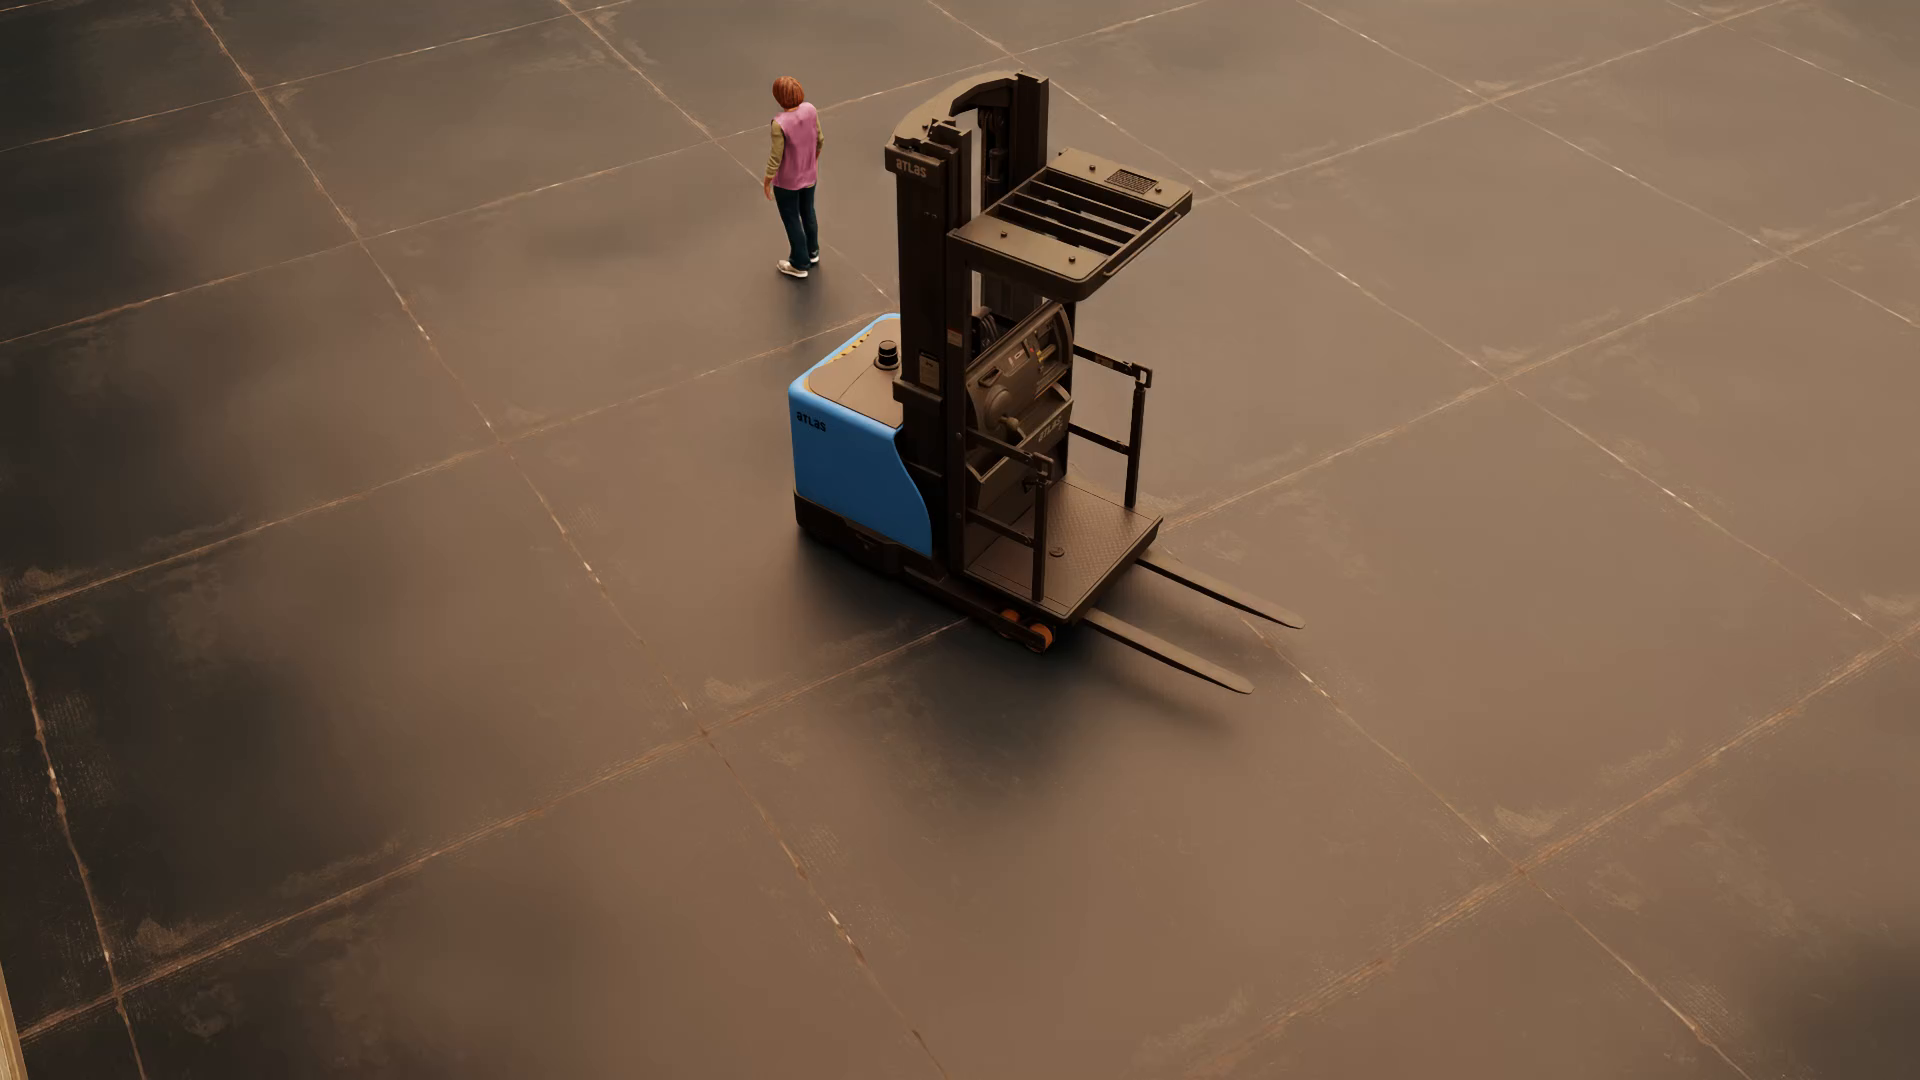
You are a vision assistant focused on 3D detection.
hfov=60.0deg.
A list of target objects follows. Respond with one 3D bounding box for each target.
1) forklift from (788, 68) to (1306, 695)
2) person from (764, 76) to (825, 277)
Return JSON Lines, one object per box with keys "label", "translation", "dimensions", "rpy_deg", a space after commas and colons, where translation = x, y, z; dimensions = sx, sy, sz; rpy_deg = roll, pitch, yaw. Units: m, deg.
{"label": "forklift", "translation": [0.496, -0.872, 8.869], "dimensions": [3.031, 2.935, 1.130], "rpy_deg": [25, 47, 26]}
{"label": "person", "translation": [-1.222, -2.603, 11.854], "dimensions": [0.518, 1.598, 0.473], "rpy_deg": [-32, 51, -32]}
